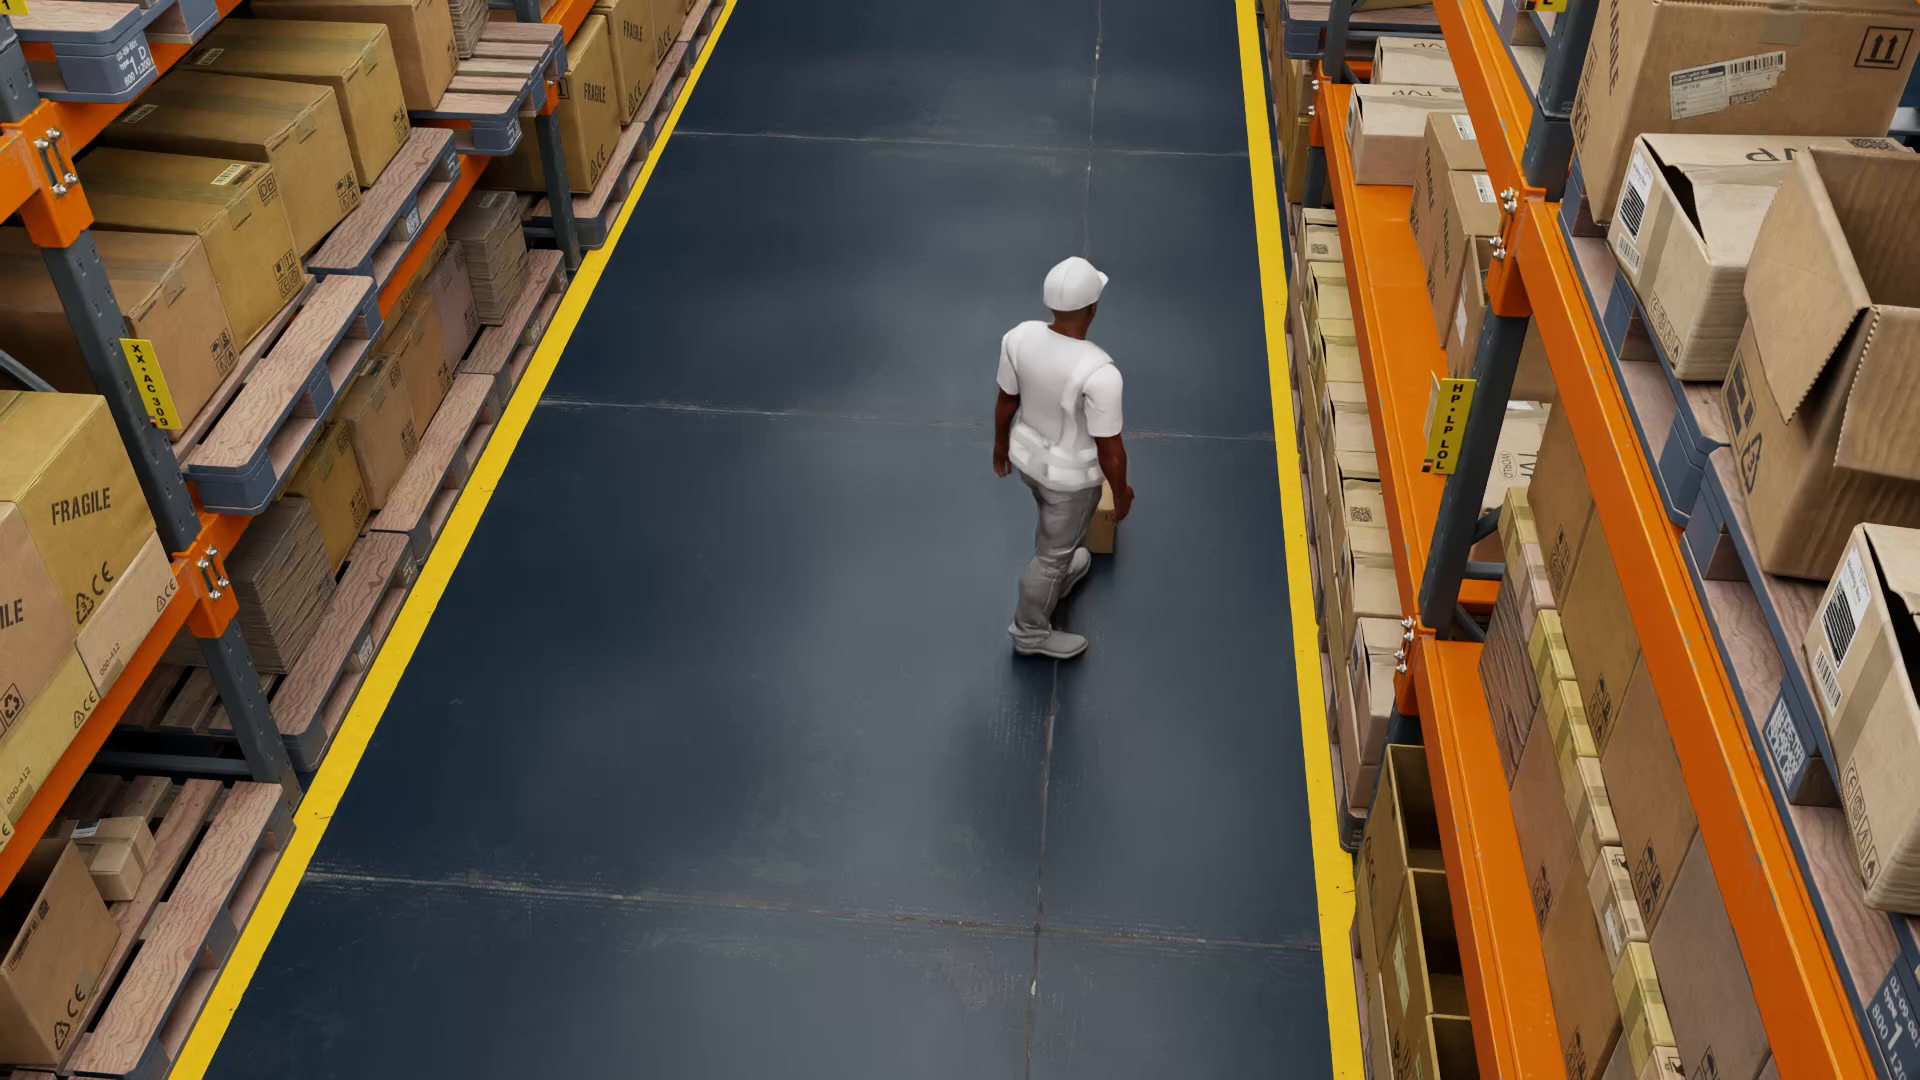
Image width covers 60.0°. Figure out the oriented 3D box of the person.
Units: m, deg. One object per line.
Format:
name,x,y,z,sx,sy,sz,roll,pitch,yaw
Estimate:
person,0.464,-0.327,6.519,0.626,1.754,0.601,-25,46,-27
